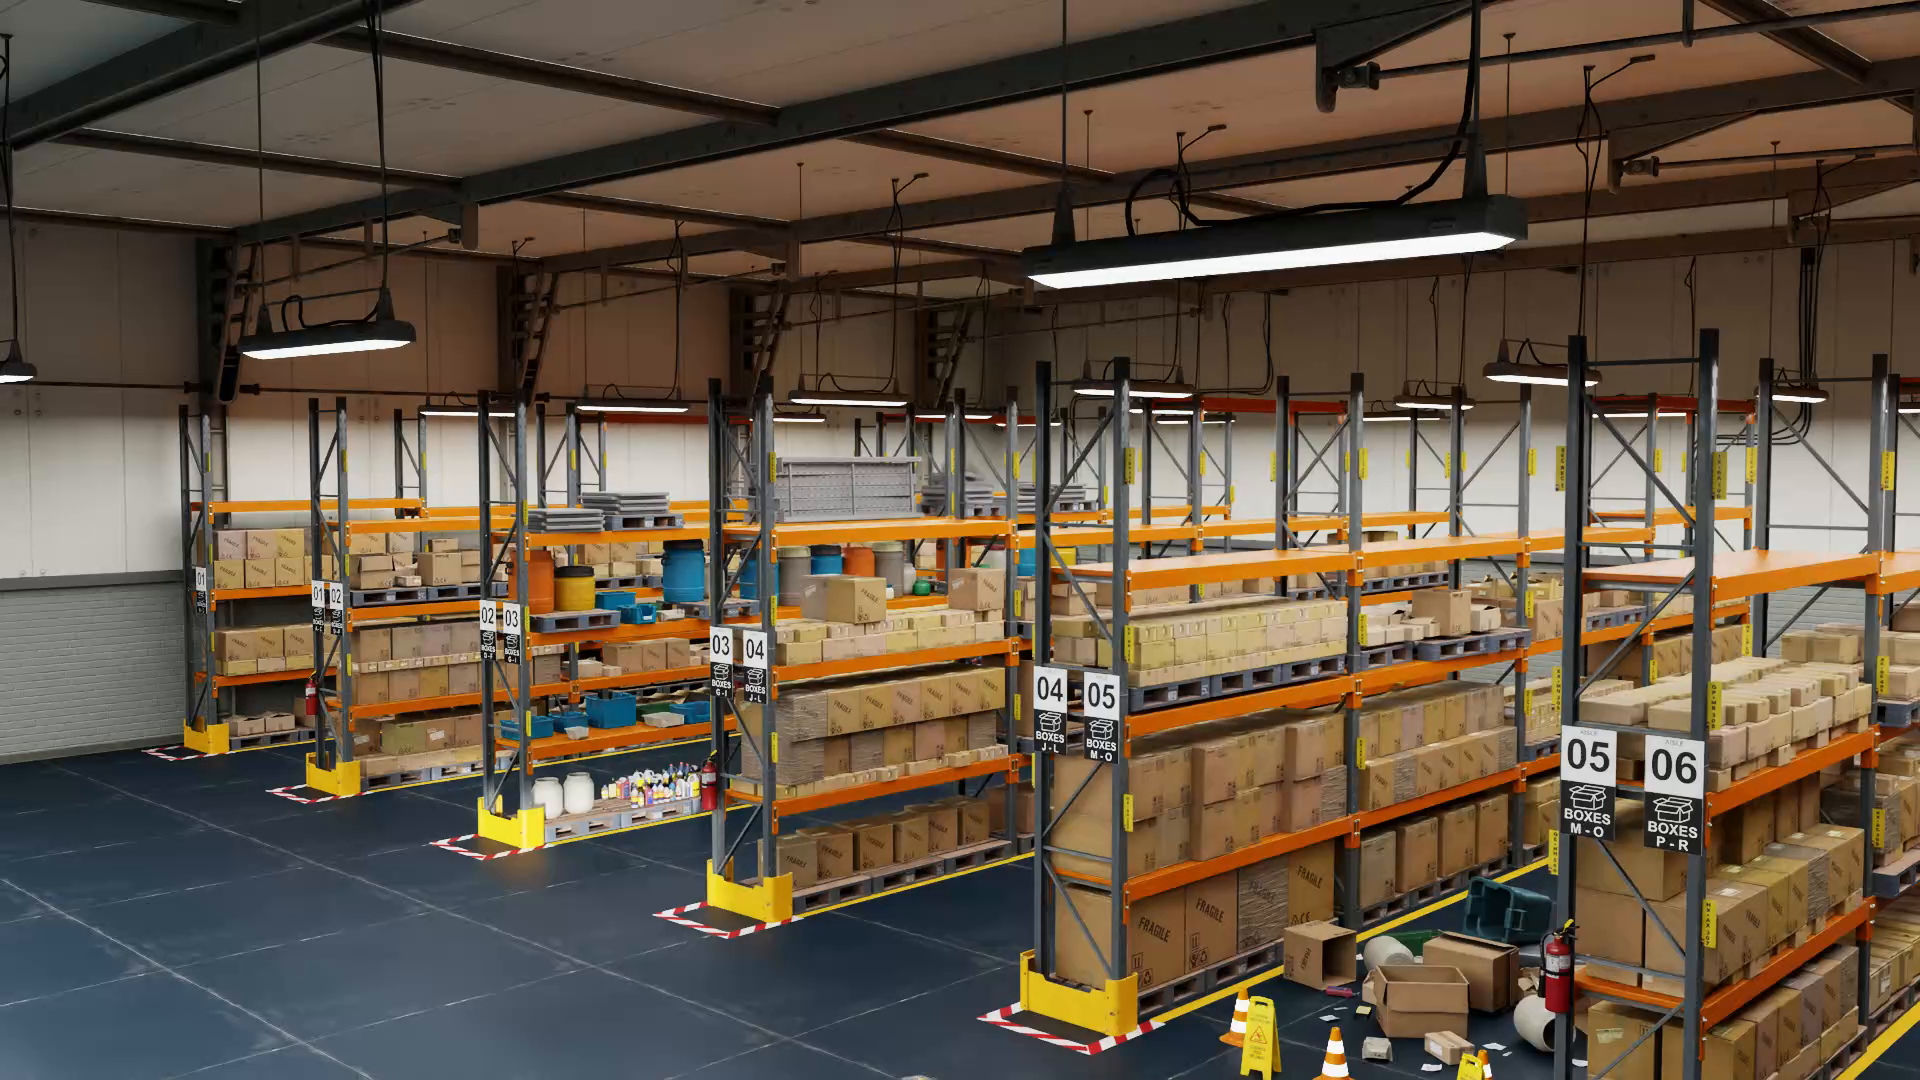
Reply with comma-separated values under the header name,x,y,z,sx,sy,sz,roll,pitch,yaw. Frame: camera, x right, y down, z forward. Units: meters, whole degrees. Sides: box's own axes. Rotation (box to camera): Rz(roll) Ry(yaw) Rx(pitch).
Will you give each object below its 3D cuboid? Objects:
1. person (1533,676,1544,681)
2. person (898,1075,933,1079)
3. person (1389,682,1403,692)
name,x,y,z,sx,sy,sz,roll,pitch,yaw
person,9.091,2.965,26.201,0.538,1.637,0.565,-2,4,-40
person,-0.276,3.822,9.471,0.604,1.644,0.662,0,3,4
person,6.725,2.957,25.656,0.702,1.721,0.589,2,4,35
